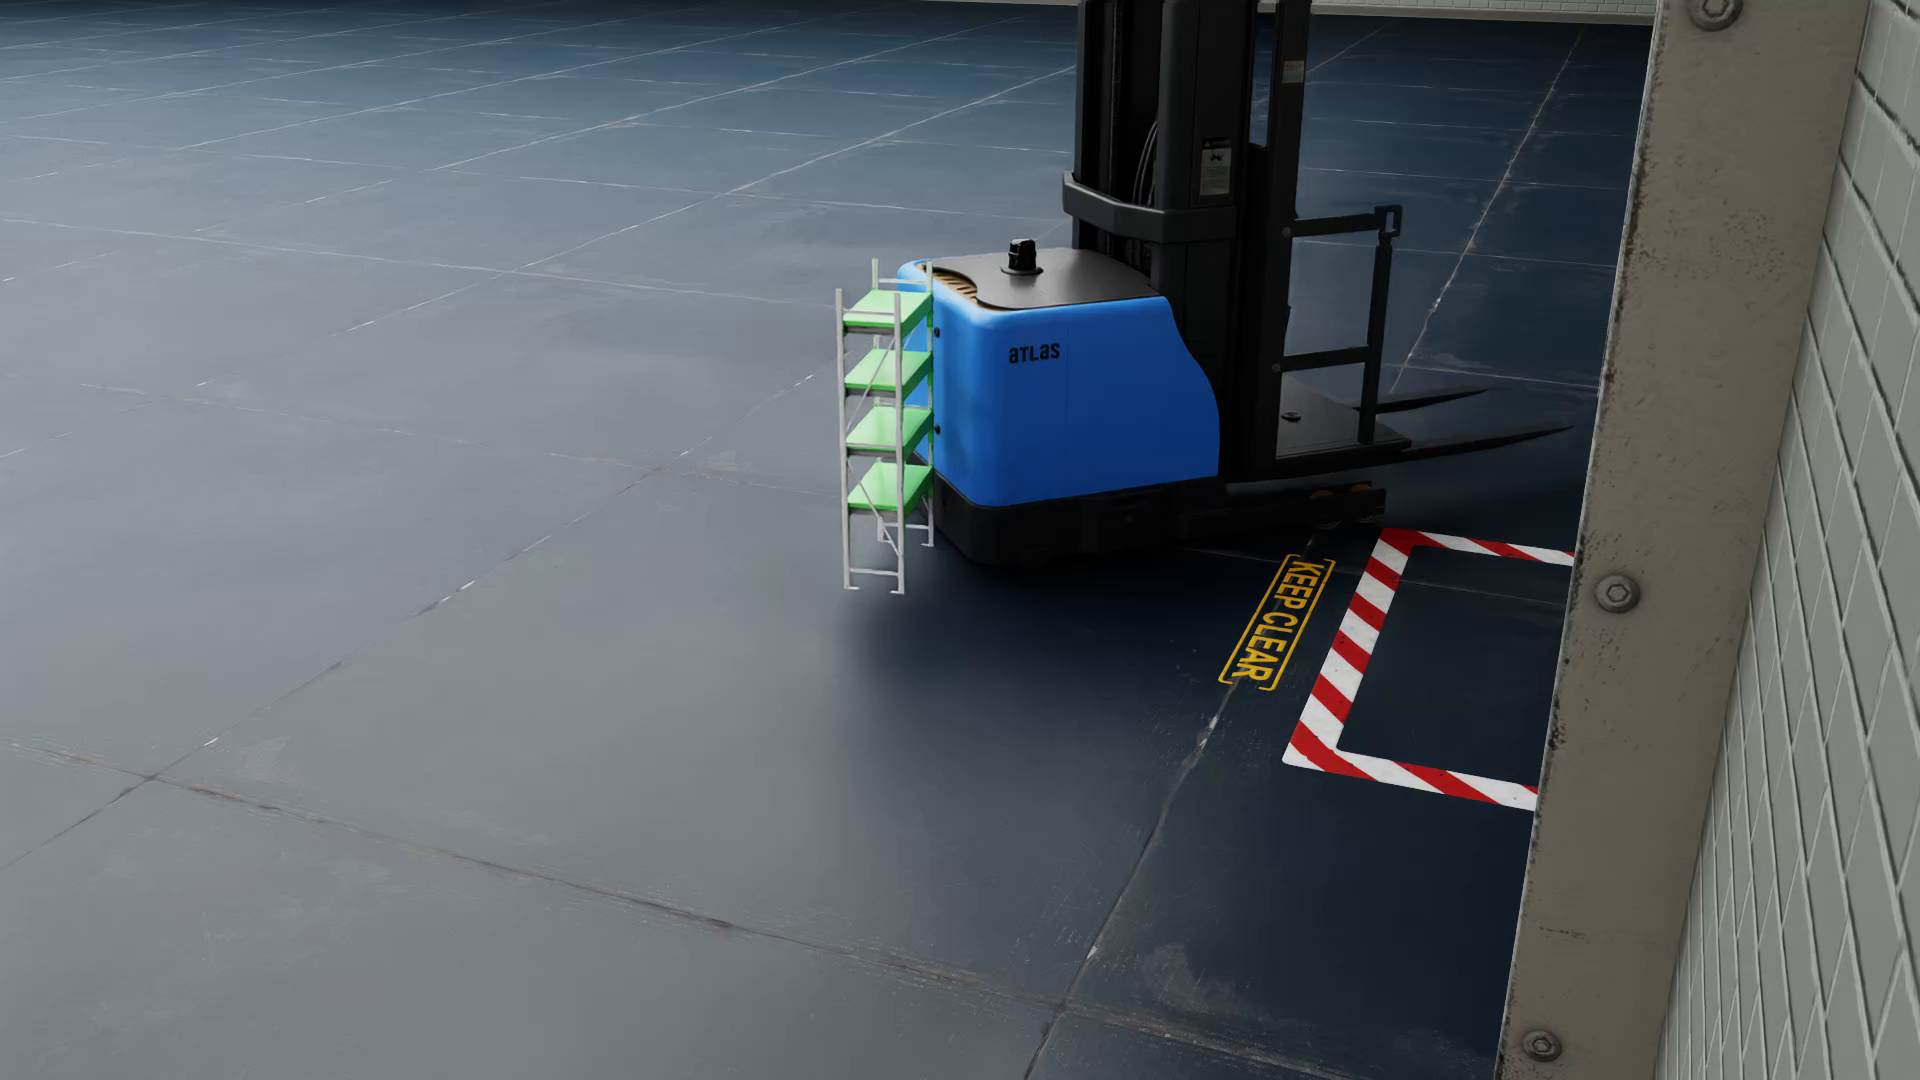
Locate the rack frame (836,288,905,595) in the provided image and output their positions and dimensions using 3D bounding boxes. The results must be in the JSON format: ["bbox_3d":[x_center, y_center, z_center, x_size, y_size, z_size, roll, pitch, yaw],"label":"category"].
[{"bbox_3d":[-0.334,-0.352,6.272,0.240,1.200,0.015,5,23,12],"label":"rack frame"}]

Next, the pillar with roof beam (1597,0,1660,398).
[{"bbox_3d":[-0.413,-5.570,8.645,9.100,9.000,0.400,9,24,20],"label":"pillar with roof beam"}]

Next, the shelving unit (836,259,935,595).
[{"bbox_3d":[-0.279,-0.444,6.492,0.258,1.200,0.503,5,23,12],"label":"shelving unit"}]

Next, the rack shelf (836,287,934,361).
[{"bbox_3d":[-0.279,-0.828,6.331,0.258,0.148,0.480,5,23,12],"label":"rack shelf"}]

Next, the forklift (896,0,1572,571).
[{"bbox_3d":[1.290,-1.576,6.956,3.031,2.935,1.130,-9,24,-20],"label":"forklift"}]

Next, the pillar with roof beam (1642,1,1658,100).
[{"bbox_3d":[4.044,-9.864,18.926,9.100,9.000,0.400,9,24,20],"label":"pillar with roof beam"}]

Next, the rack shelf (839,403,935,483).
[{"bbox_3d":[-0.279,-0.385,6.516,0.258,0.148,0.480,5,23,12],"label":"rack shelf"}]

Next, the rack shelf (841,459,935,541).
[{"bbox_3d":[-0.279,-0.164,6.609,0.258,0.148,0.480,5,23,12],"label":"rack shelf"}]

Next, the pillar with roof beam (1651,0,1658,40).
[{"bbox_3d":[6.273,-12.012,24.066,9.100,9.000,0.400,9,24,20],"label":"pillar with roof beam"}]

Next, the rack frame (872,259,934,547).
[{"bbox_3d":[-0.225,-0.536,6.711,0.240,1.200,0.015,5,23,12],"label":"rack frame"}]

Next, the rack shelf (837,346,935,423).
[{"bbox_3d":[-0.279,-0.606,6.424,0.258,0.148,0.480,5,23,12],"label":"rack shelf"}]

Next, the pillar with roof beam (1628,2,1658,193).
[{"bbox_3d":[1.816,-7.717,13.786,9.100,9.000,0.400,9,24,20],"label":"pillar with roof beam"}]
